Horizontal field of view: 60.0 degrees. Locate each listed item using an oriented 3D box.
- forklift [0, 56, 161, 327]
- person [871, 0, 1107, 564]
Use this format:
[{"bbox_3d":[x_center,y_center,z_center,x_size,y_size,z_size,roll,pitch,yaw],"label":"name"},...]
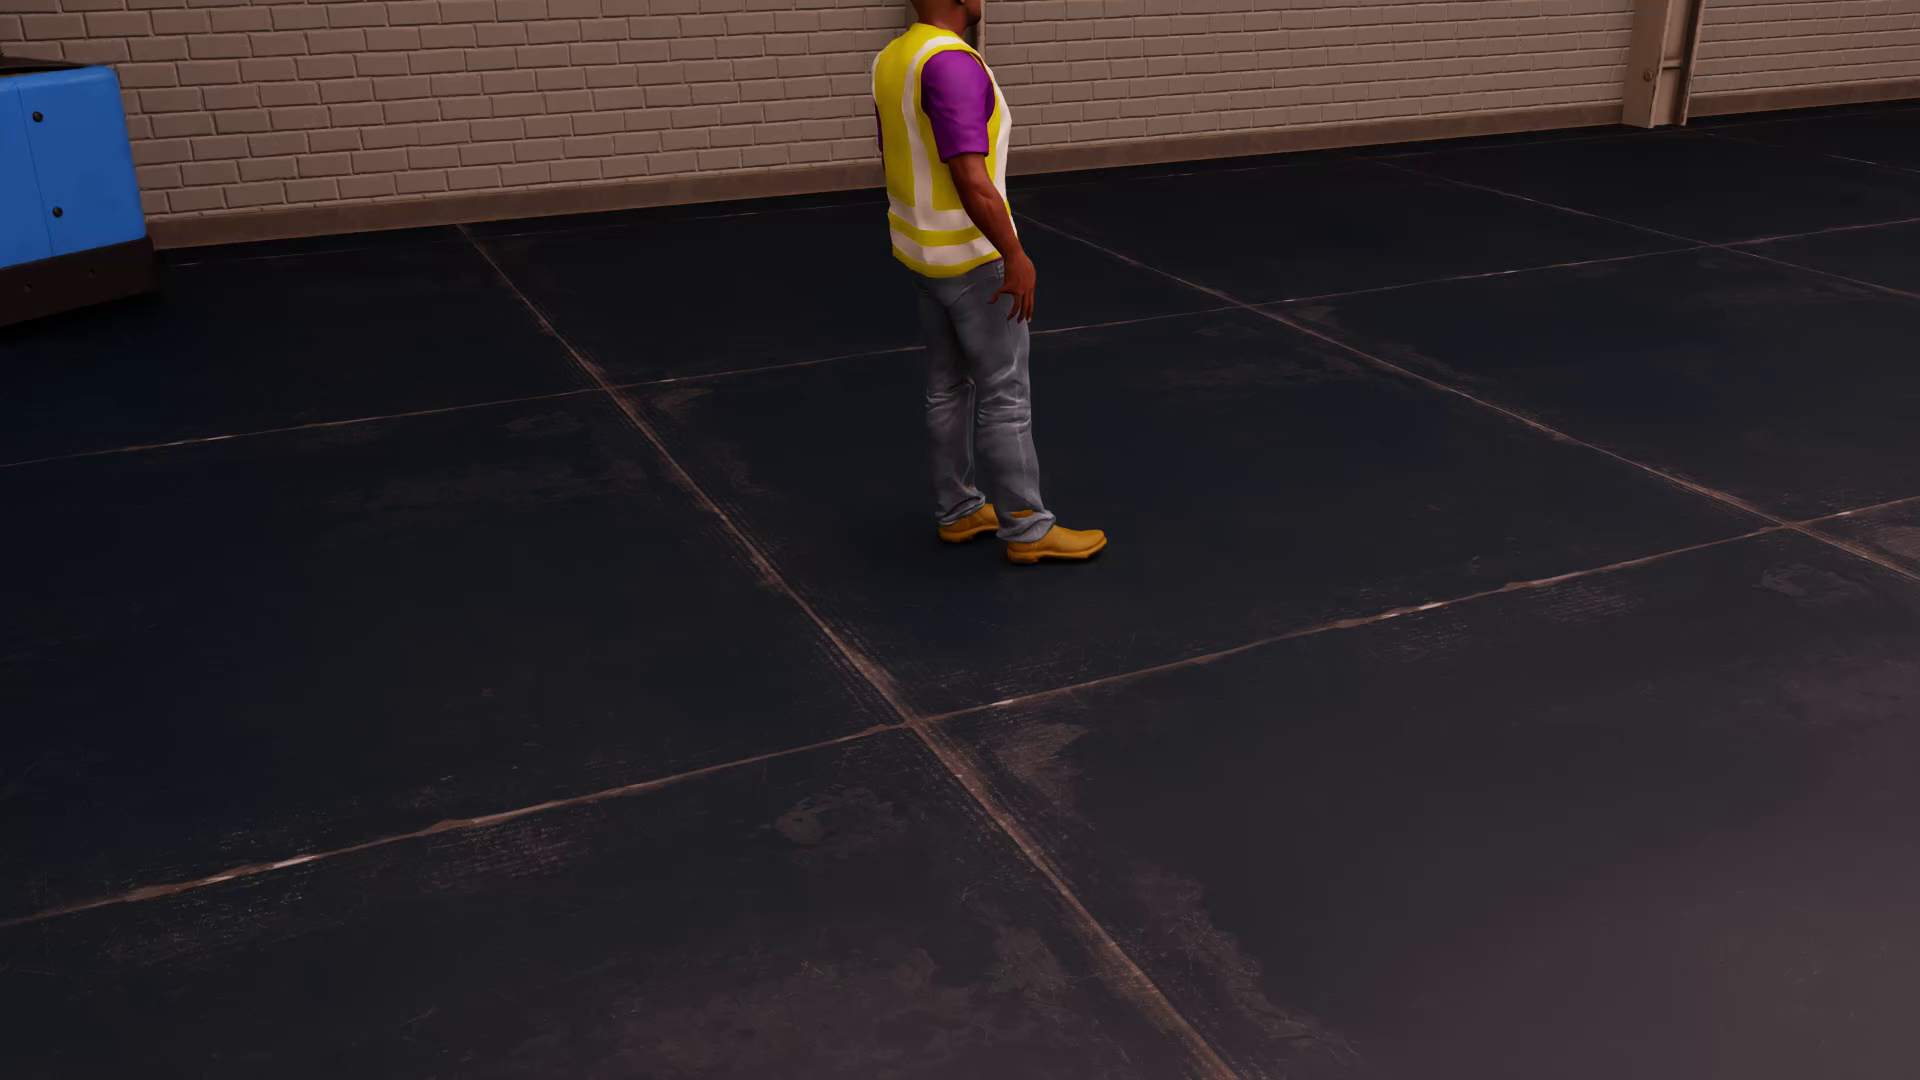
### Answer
[{"bbox_3d":[-5.264,-2.589,7.518,3.031,2.935,1.130,12,26,27],"label":"forklift"},{"bbox_3d":[0.065,-0.832,4.787,0.577,1.765,0.665,-10,25,-23],"label":"person"}]
